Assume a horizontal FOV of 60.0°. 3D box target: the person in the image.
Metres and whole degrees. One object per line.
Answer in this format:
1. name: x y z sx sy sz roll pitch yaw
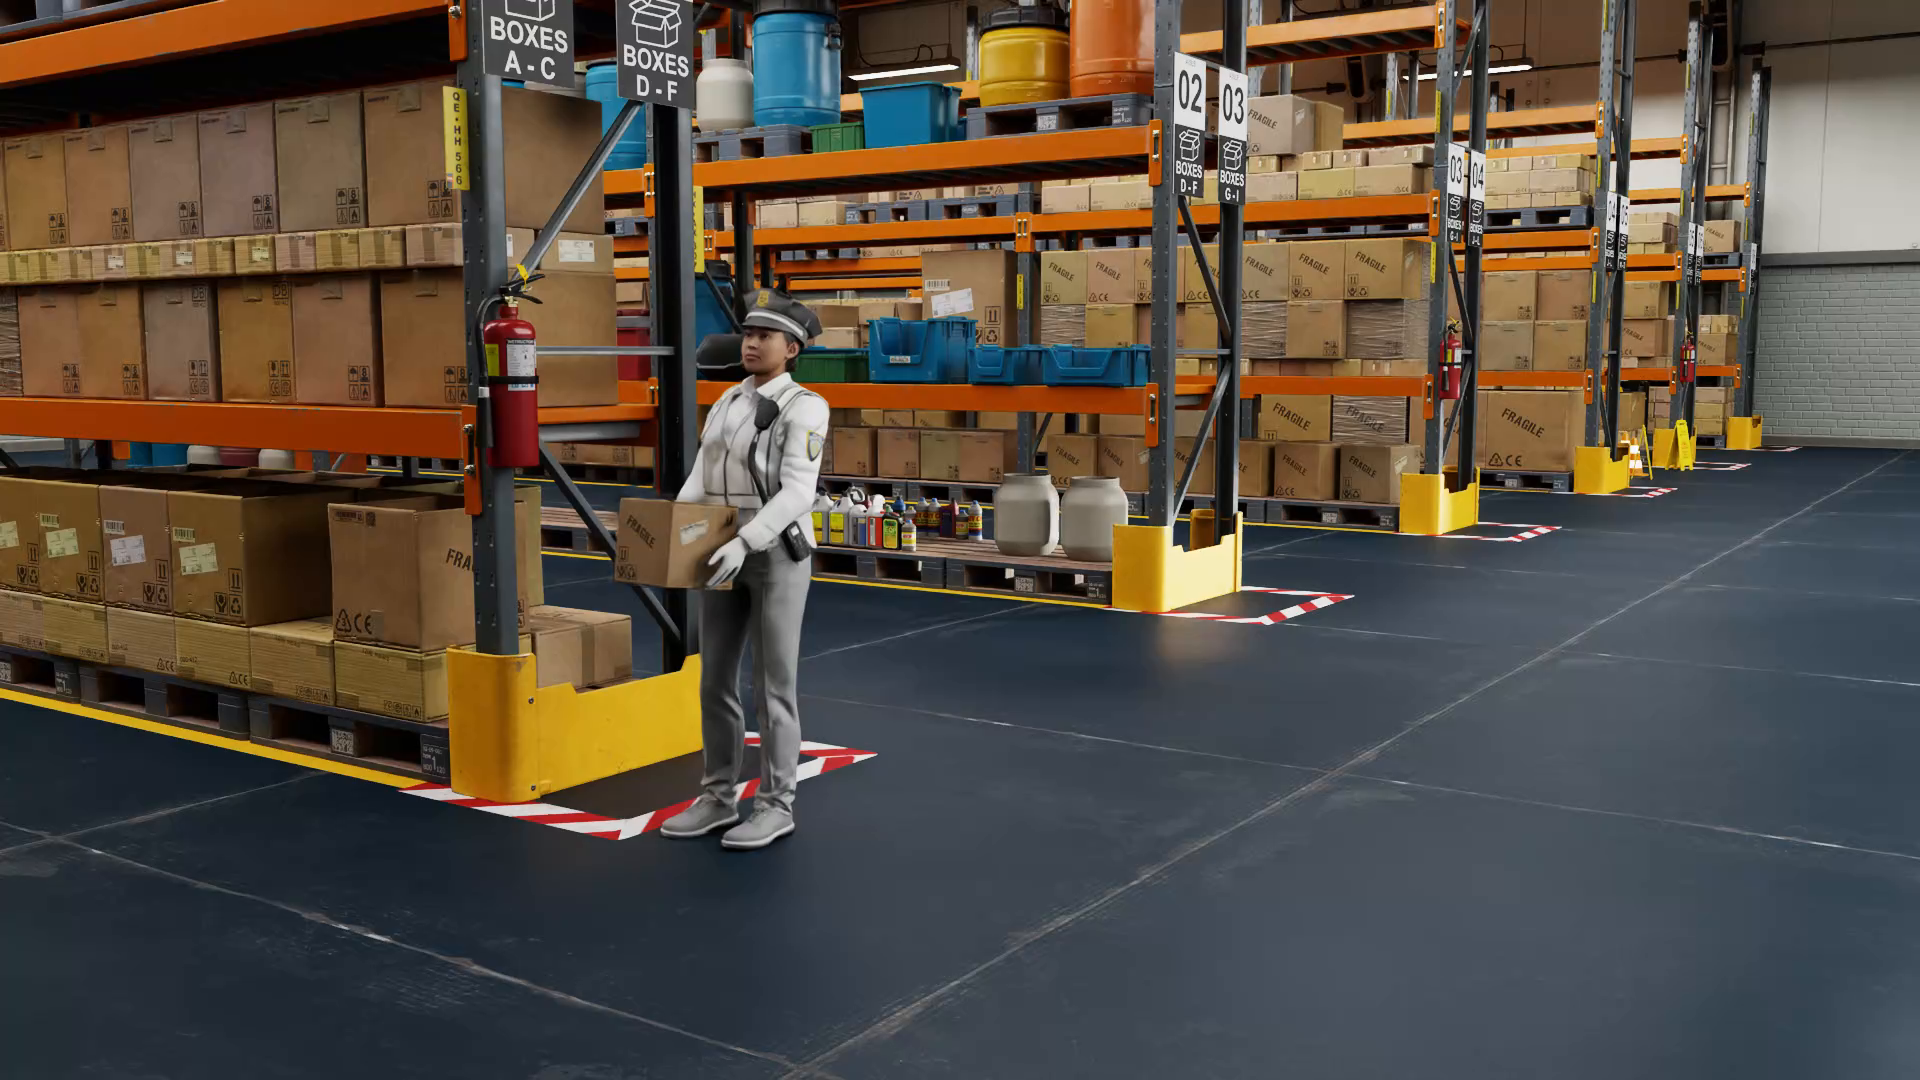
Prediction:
1. person: -0.660 0.083 5.094 0.491 1.700 0.543 5 8 36
